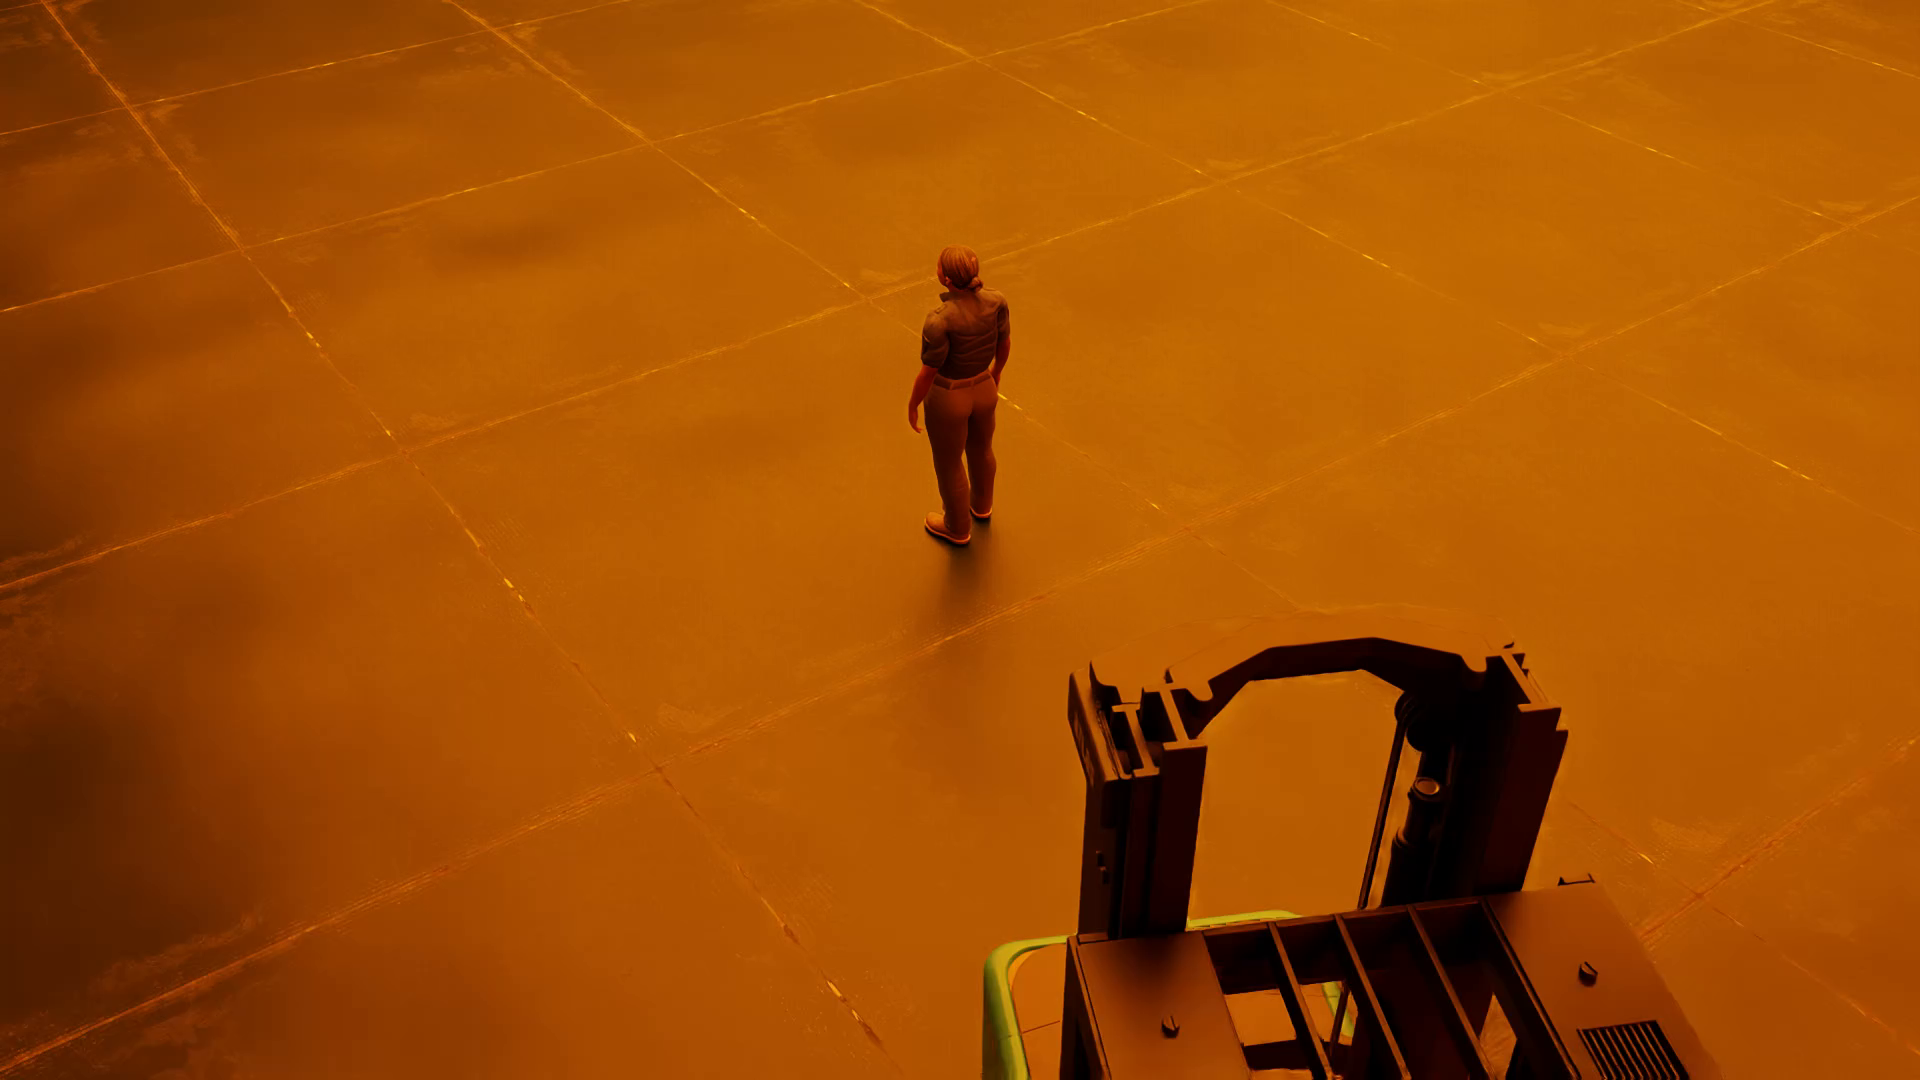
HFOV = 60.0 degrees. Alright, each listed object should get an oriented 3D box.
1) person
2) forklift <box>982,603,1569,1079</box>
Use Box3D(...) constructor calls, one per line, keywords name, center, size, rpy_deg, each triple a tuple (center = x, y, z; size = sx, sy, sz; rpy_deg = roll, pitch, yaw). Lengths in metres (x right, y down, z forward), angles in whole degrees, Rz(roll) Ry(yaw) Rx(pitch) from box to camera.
Box3D(name="person", center=(-0.035, -0.721, 7.981), size=(0.569, 1.656, 0.503), rpy_deg=(-23, 42, -28))
Box3D(name="forklift", center=(0.787, 1.717, 3.623), size=(1.130, 2.935, 3.031), rpy_deg=(-5, 37, -7))
